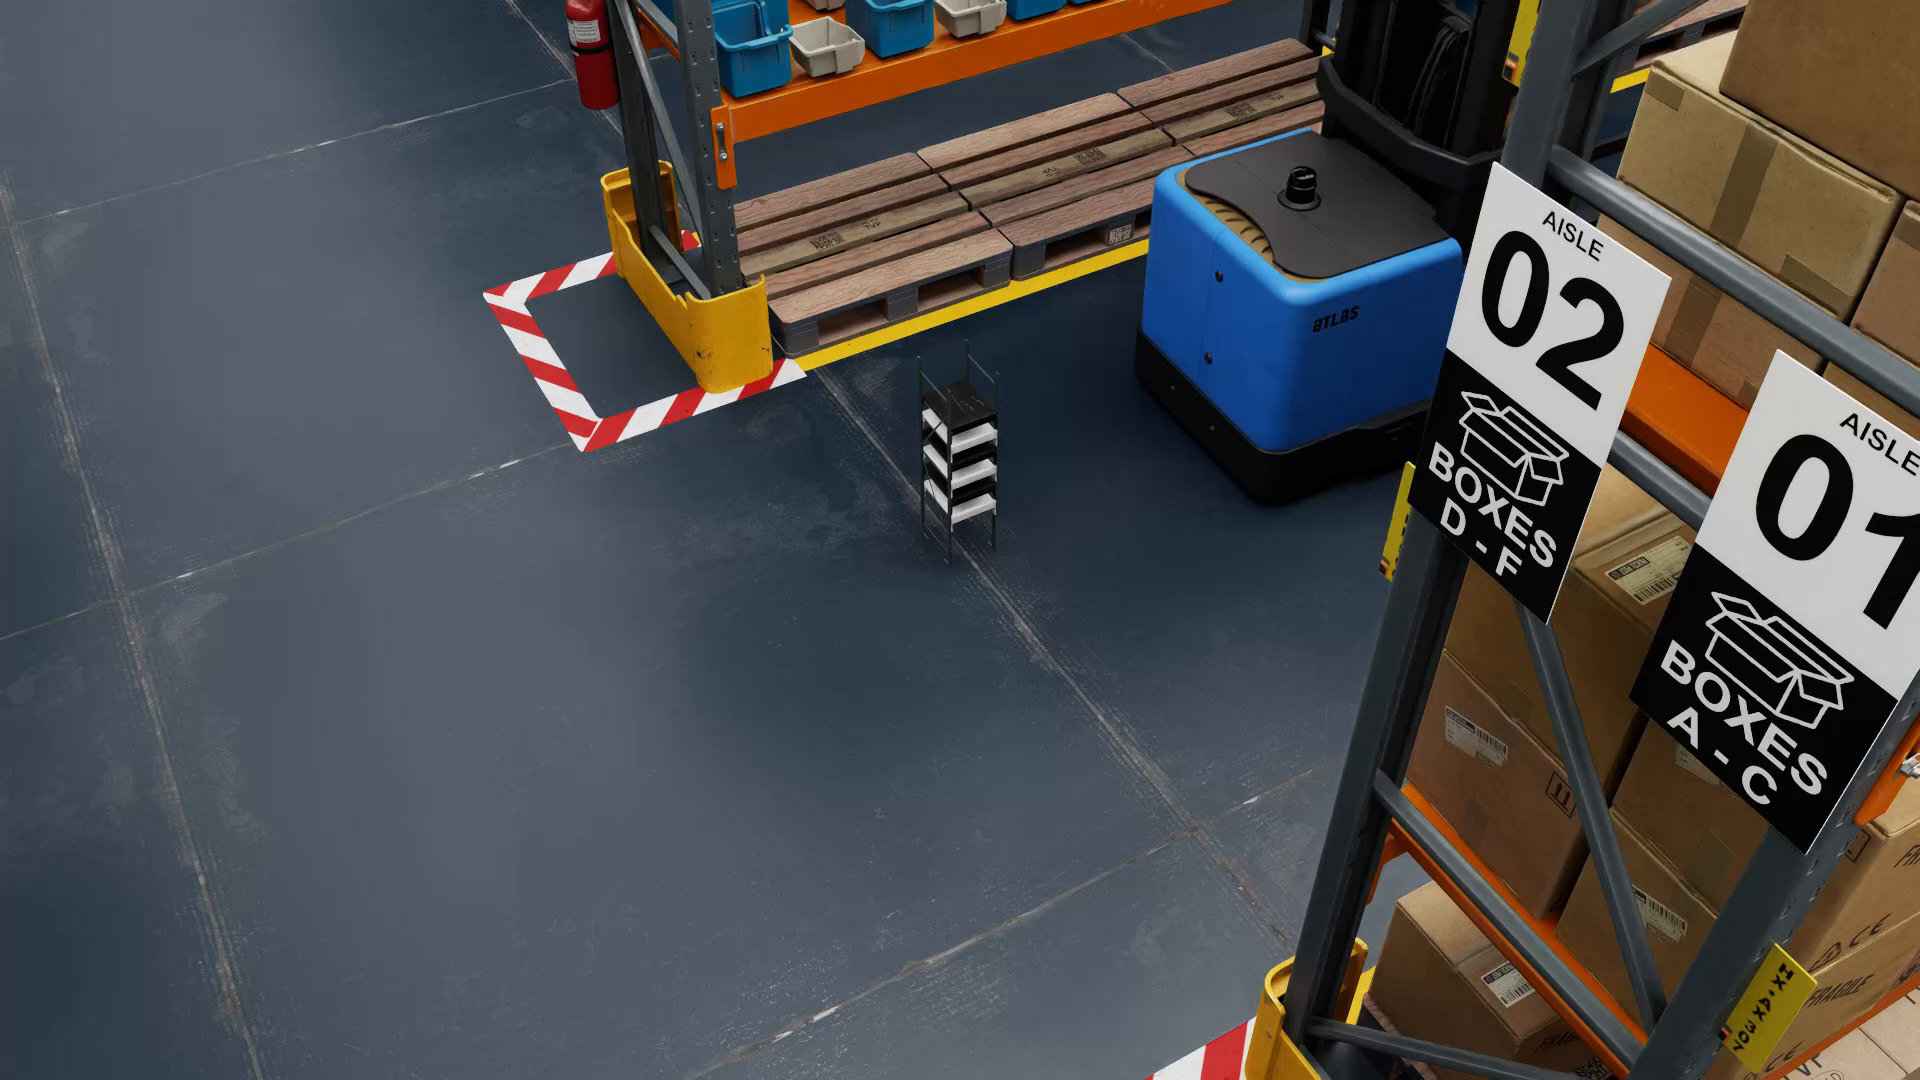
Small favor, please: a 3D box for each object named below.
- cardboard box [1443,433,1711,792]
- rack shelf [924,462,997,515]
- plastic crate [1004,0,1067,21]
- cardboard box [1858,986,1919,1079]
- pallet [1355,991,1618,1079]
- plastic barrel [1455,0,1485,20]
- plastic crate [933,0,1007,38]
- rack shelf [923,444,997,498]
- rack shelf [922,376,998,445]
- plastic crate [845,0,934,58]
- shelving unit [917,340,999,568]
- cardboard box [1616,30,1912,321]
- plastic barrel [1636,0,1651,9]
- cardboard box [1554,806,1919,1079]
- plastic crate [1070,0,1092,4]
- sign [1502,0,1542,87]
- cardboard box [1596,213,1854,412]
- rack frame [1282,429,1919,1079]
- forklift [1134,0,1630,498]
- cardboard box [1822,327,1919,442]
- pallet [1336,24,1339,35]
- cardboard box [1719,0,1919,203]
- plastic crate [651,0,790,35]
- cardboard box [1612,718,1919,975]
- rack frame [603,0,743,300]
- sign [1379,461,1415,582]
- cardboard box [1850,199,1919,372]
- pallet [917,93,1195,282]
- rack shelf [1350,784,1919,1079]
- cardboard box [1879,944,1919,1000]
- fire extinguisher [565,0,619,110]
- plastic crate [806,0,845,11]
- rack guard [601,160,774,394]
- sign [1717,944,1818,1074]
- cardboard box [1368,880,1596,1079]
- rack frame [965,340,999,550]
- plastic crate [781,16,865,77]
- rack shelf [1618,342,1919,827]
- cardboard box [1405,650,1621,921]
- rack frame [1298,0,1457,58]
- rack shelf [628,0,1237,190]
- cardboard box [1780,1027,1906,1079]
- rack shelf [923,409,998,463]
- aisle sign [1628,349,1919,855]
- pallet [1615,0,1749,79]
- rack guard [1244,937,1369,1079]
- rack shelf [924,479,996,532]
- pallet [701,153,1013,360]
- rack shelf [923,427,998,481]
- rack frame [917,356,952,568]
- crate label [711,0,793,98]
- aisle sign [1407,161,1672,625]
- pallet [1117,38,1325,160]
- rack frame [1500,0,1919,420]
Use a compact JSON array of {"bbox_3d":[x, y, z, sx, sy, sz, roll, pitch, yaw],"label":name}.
[{"bbox_3d":[1.467,0.137,3.665,0.500,0.500,0.500,-22,48,-21],"label":"cardboard box"},{"bbox_3d":[-0.007,-0.232,6.520,0.200,0.077,0.258,-22,48,-21],"label":"rack shelf"},{"bbox_3d":[0.273,-2.445,7.193,0.300,0.233,0.416,-22,48,-21],"label":"plastic crate"},{"bbox_3d":[2.698,1.317,4.898,0.500,0.250,0.500,-22,48,-21],"label":"cardboard box"},{"bbox_3d":[1.975,1.549,5.002,1.213,0.211,1.003,-22,48,-21],"label":"pallet"},{"bbox_3d":[2.702,-3.104,9.000,0.708,0.901,0.600,-22,48,-21],"label":"plastic barrel"},{"bbox_3d":[0.039,-2.251,7.062,0.298,0.136,0.250,-22,48,-21],"label":"plastic crate"},{"bbox_3d":[-0.007,-0.296,6.457,0.200,0.077,0.258,-22,48,-21],"label":"rack shelf"},{"bbox_3d":[-0.007,-0.490,6.269,0.200,0.077,0.258,-22,48,-21],"label":"rack shelf"},{"bbox_3d":[-0.298,-2.217,6.958,0.300,0.233,0.416,-22,48,-21],"label":"plastic crate"},{"bbox_3d":[-0.007,-0.320,6.434,0.210,0.900,0.258,-22,48,-21],"label":"shelving unit"},{"bbox_3d":[1.536,-0.682,2.894,0.500,0.250,0.500,-22,48,-21],"label":"cardboard box"},{"bbox_3d":[3.850,-3.352,9.535,0.421,0.512,0.421,0,44,0],"label":"plastic barrel"},{"bbox_3d":[1.734,0.822,3.678,0.500,0.500,0.500,-21,48,-20],"label":"cardboard box"},{"bbox_3d":[0.533,-2.550,7.300,0.300,0.233,0.416,-22,48,-21],"label":"plastic crate"},{"bbox_3d":[0.959,-0.884,2.718,0.005,0.325,0.100,-22,48,-21],"label":"sign"},{"bbox_3d":[1.532,-0.508,3.073,0.500,0.250,0.500,-22,48,-21],"label":"cardboard box"},{"bbox_3d":[1.218,0.852,3.718,0.127,3.000,1.000,-22,48,-21],"label":"rack frame"},{"bbox_3d":[2.323,-1.960,6.665,3.031,2.935,1.130,-20,48,-19],"label":"forklift"},{"bbox_3d":[1.790,-0.195,2.751,0.500,0.250,0.500,-22,48,-21],"label":"cardboard box"},{"bbox_3d":[2.912,-2.770,9.453,1.213,0.211,1.003,-22,48,-21],"label":"pallet"},{"bbox_3d":[1.655,-0.807,2.484,0.500,0.500,0.700,-22,48,-21],"label":"cardboard box"},{"bbox_3d":[-1.049,-2.403,7.004,0.499,0.435,0.616,-22,48,-21],"label":"plastic crate"},{"bbox_3d":[1.734,0.463,3.330,0.500,0.500,0.500,-20,48,-20],"label":"cardboard box"},{"bbox_3d":[-1.247,-2.140,6.802,0.127,3.000,1.000,-22,48,-21],"label":"rack frame"},{"bbox_3d":[0.959,-0.019,3.557,0.005,0.325,0.100,-22,48,-21],"label":"sign"},{"bbox_3d":[1.793,-0.371,2.573,0.500,0.250,0.500,-22,48,-21],"label":"cardboard box"},{"bbox_3d":[0.544,-1.823,8.477,1.213,0.211,1.003,-22,48,-21],"label":"pallet"},{"bbox_3d":[2.952,0.416,4.684,4.000,0.370,1.077,-22,48,-21],"label":"rack shelf"},{"bbox_3d":[2.179,0.639,3.866,0.500,0.500,0.500,-22,48,-21],"label":"cardboard box"},{"bbox_3d":[-1.604,-2.201,7.187,0.183,0.674,0.296,-22,48,-21],"label":"fire extinguisher"},{"bbox_3d":[-0.630,-2.459,7.277,0.243,0.136,0.396,-22,48,-21],"label":"plastic crate"},{"bbox_3d":[-1.261,-1.227,7.655,0.348,0.500,1.175,-22,48,-21],"label":"rack guard"},{"bbox_3d":[1.488,0.869,3.079,0.005,0.325,0.100,-22,48,-21],"label":"sign"},{"bbox_3d":[1.567,1.254,4.783,0.500,0.500,0.500,-22,48,-21],"label":"cardboard box"},{"bbox_3d":[0.081,-0.355,6.470,0.006,0.900,0.240,-22,48,-21],"label":"rack frame"},{"bbox_3d":[-0.549,-2.015,6.819,0.298,0.136,0.250,-22,48,-21],"label":"plastic crate"},{"bbox_3d":[2.952,-0.660,3.639,4.000,0.370,1.077,-22,48,-21],"label":"rack shelf"},{"bbox_3d":[1.471,0.497,4.013,0.500,0.500,0.500,-20,48,-20],"label":"cardboard box"},{"bbox_3d":[2.222,-3.528,8.232,0.127,3.000,1.000,-22,48,-21],"label":"rack frame"},{"bbox_3d":[0.488,-2.576,7.767,4.000,0.370,1.077,-22,48,-21],"label":"rack shelf"},{"bbox_3d":[2.264,1.490,4.719,0.500,0.250,0.500,-22,48,-21],"label":"cardboard box"},{"bbox_3d":[-0.007,-0.425,6.332,0.200,0.077,0.258,-22,48,-21],"label":"rack shelf"},{"bbox_3d":[1.305,0.120,2.606,0.004,0.787,0.394,-22,48,-21],"label":"aisle sign"},{"bbox_3d":[3.971,-3.196,9.892,1.213,0.211,1.003,-22,48,-21],"label":"pallet"},{"bbox_3d":[1.284,1.723,4.616,0.348,0.500,1.175,-22,48,-21],"label":"rack guard"},{"bbox_3d":[-0.007,-0.167,6.582,0.200,0.077,0.258,-22,48,-21],"label":"rack shelf"},{"bbox_3d":[-0.512,-1.402,8.043,1.213,0.211,1.003,-22,48,-21],"label":"pallet"},{"bbox_3d":[-0.007,-0.361,6.394,0.200,0.077,0.258,-22,48,-21],"label":"rack shelf"},{"bbox_3d":[-0.095,-0.285,6.397,0.006,0.900,0.240,-22,48,-21],"label":"rack frame"},{"bbox_3d":[-0.868,-1.989,6.722,0.303,0.233,0.416,-22,48,-21],"label":"crate label"},{"bbox_3d":[1.006,-0.242,2.979,0.004,0.787,0.394,-22,48,-21],"label":"aisle sign"},{"bbox_3d":[1.603,-2.249,8.916,1.213,0.211,1.003,-22,48,-21],"label":"pallet"},{"bbox_3d":[1.218,-1.301,1.629,0.127,3.000,1.000,-22,48,-21],"label":"rack frame"}]
